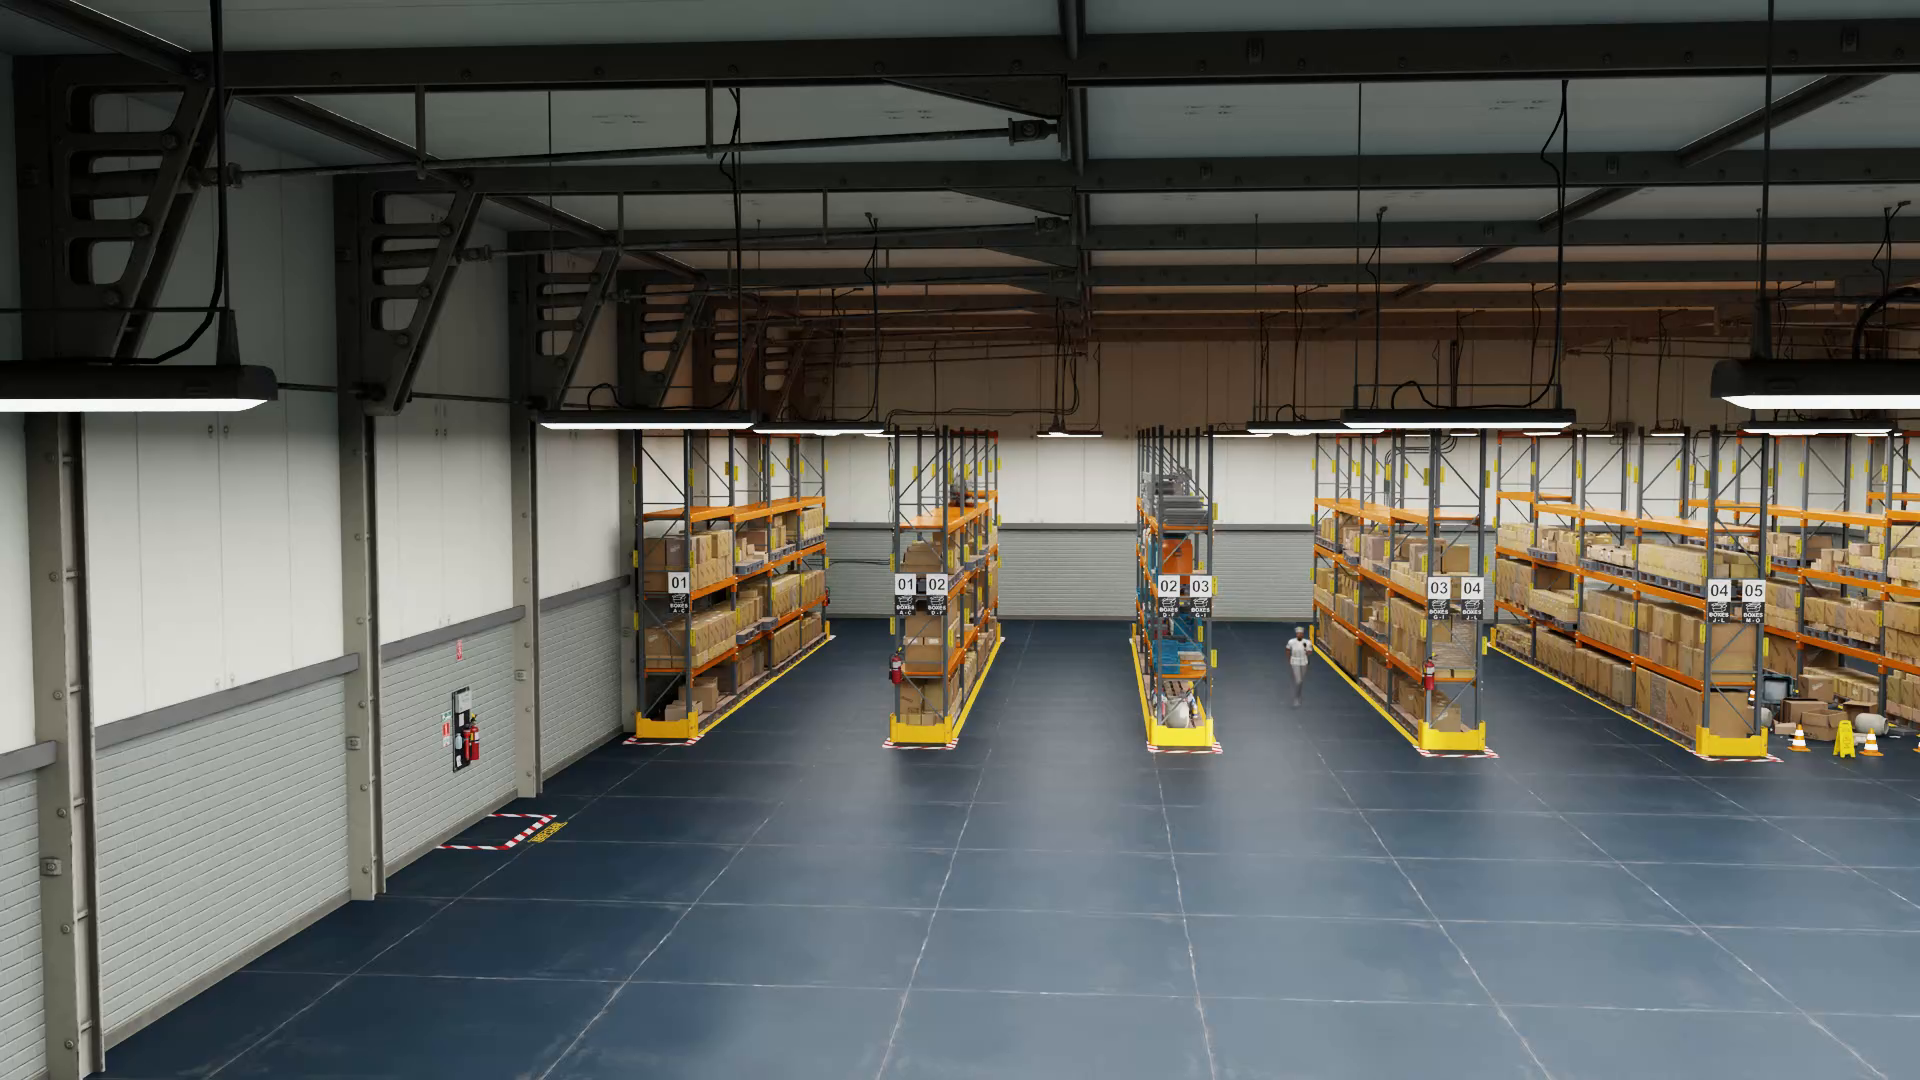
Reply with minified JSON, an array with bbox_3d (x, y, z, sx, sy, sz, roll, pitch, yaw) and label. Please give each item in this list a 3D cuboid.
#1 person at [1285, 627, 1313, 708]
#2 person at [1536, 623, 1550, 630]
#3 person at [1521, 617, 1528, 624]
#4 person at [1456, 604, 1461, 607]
[{"bbox_3d":[7.335,2.741,35.883,0.546,1.761,0.752,0,3,-2],"label":"person"},{"bbox_3d":[16.583,2.001,47.489,0.718,1.750,0.655,0,3,2],"label":"person"},{"bbox_3d":[16.134,2.067,47.309,0.672,1.653,0.670,3,4,37],"label":"person"},{"bbox_3d":[13.431,2.249,44.144,0.534,1.721,0.750,0,3,2],"label":"person"}]
